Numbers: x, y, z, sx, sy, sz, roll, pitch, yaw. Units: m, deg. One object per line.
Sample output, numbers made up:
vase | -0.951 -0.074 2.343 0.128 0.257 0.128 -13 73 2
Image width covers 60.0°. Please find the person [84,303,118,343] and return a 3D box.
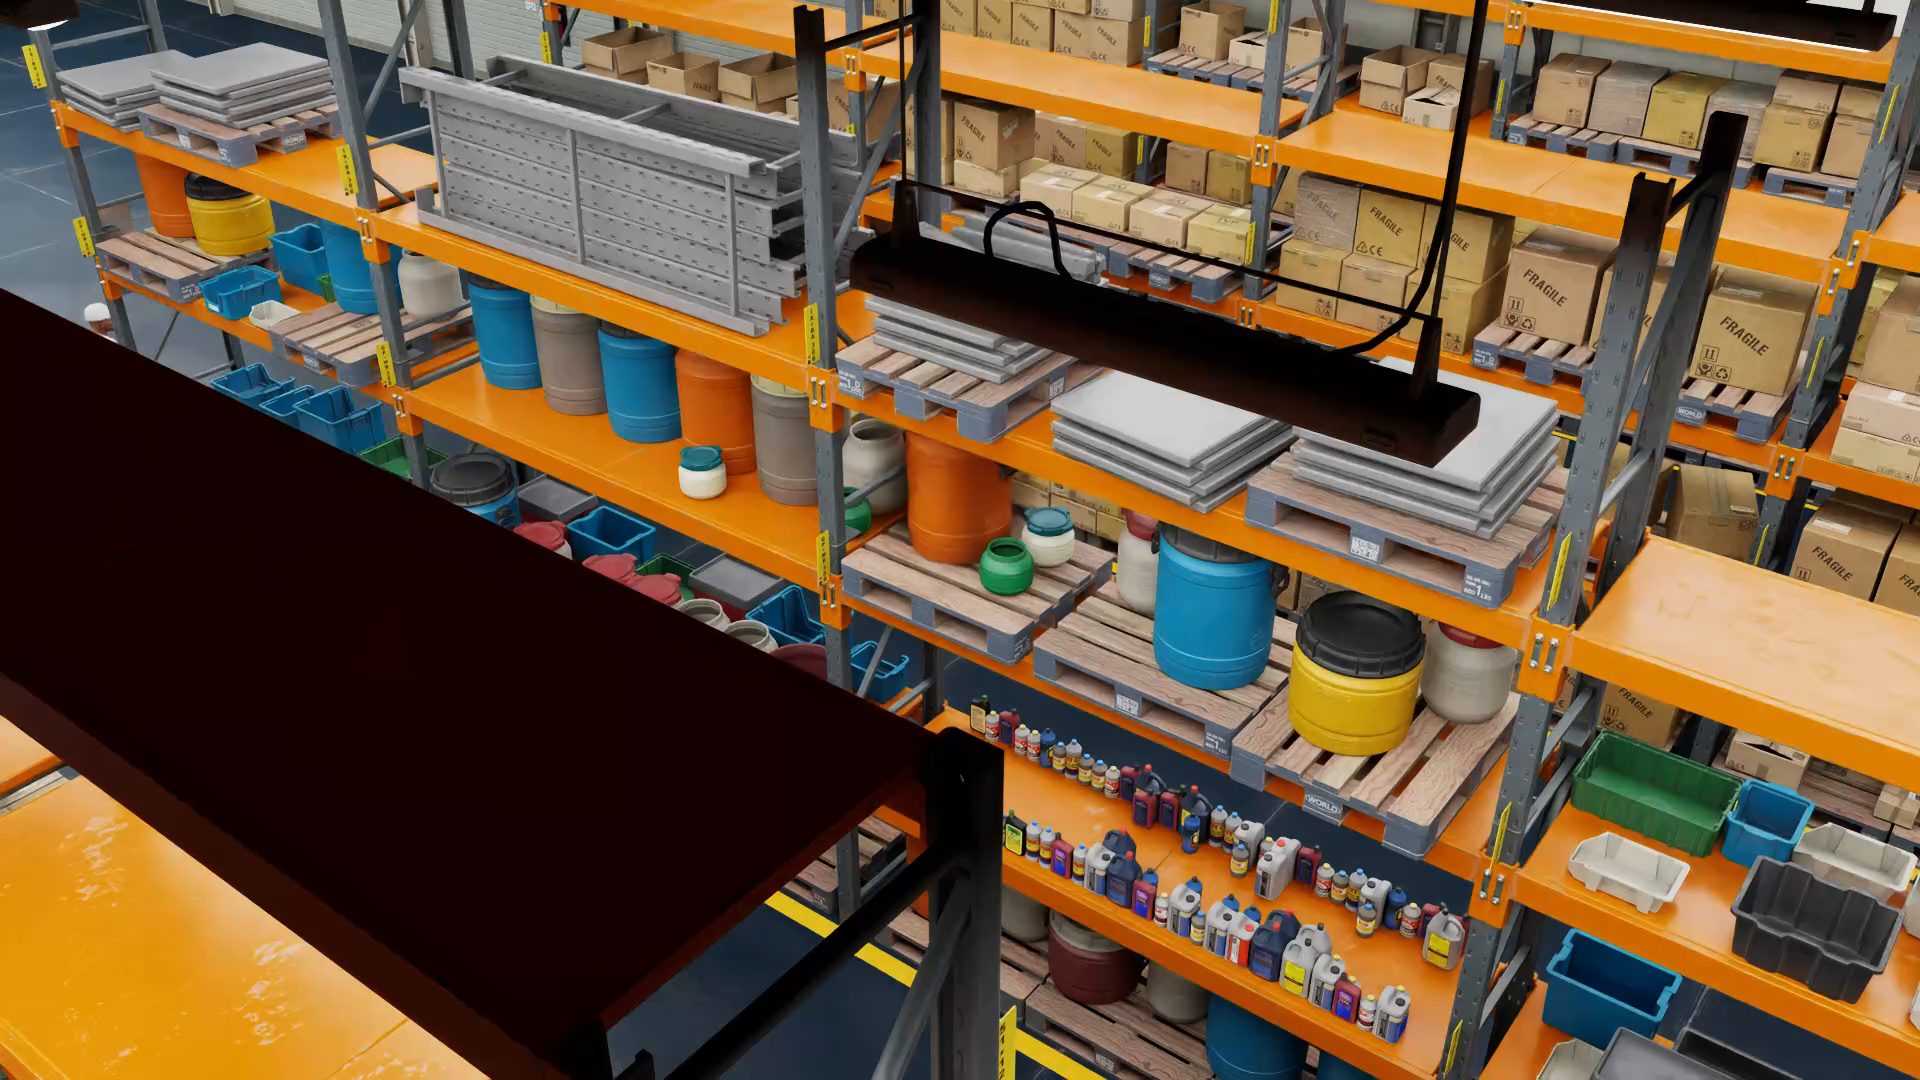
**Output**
person | -8.133 -1.423 15.943 0.809 1.751 0.653 -23 38 -33
